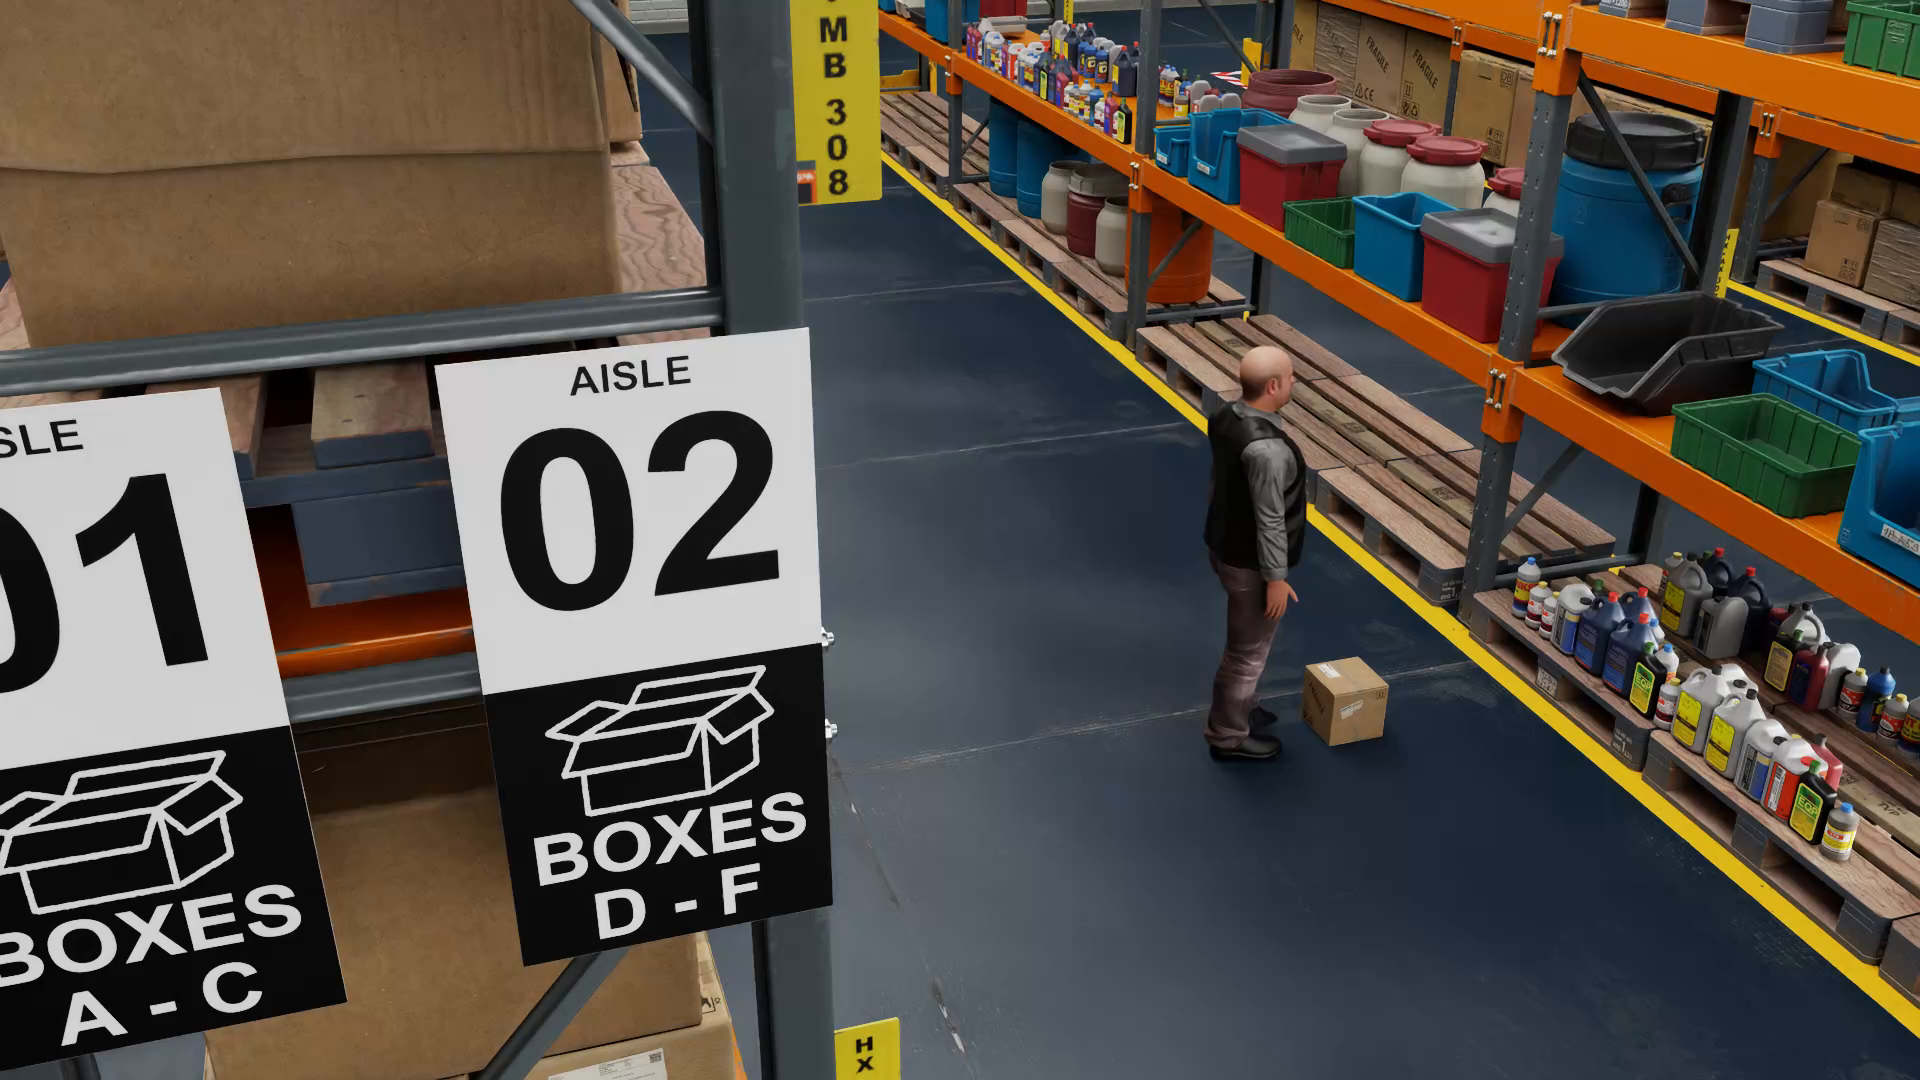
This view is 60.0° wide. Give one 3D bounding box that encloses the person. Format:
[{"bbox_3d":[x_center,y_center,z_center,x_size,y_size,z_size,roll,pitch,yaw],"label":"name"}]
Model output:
[{"bbox_3d":[1.186,0.098,6.486,0.443,1.779,0.579,-4,26,-8],"label":"person"}]
